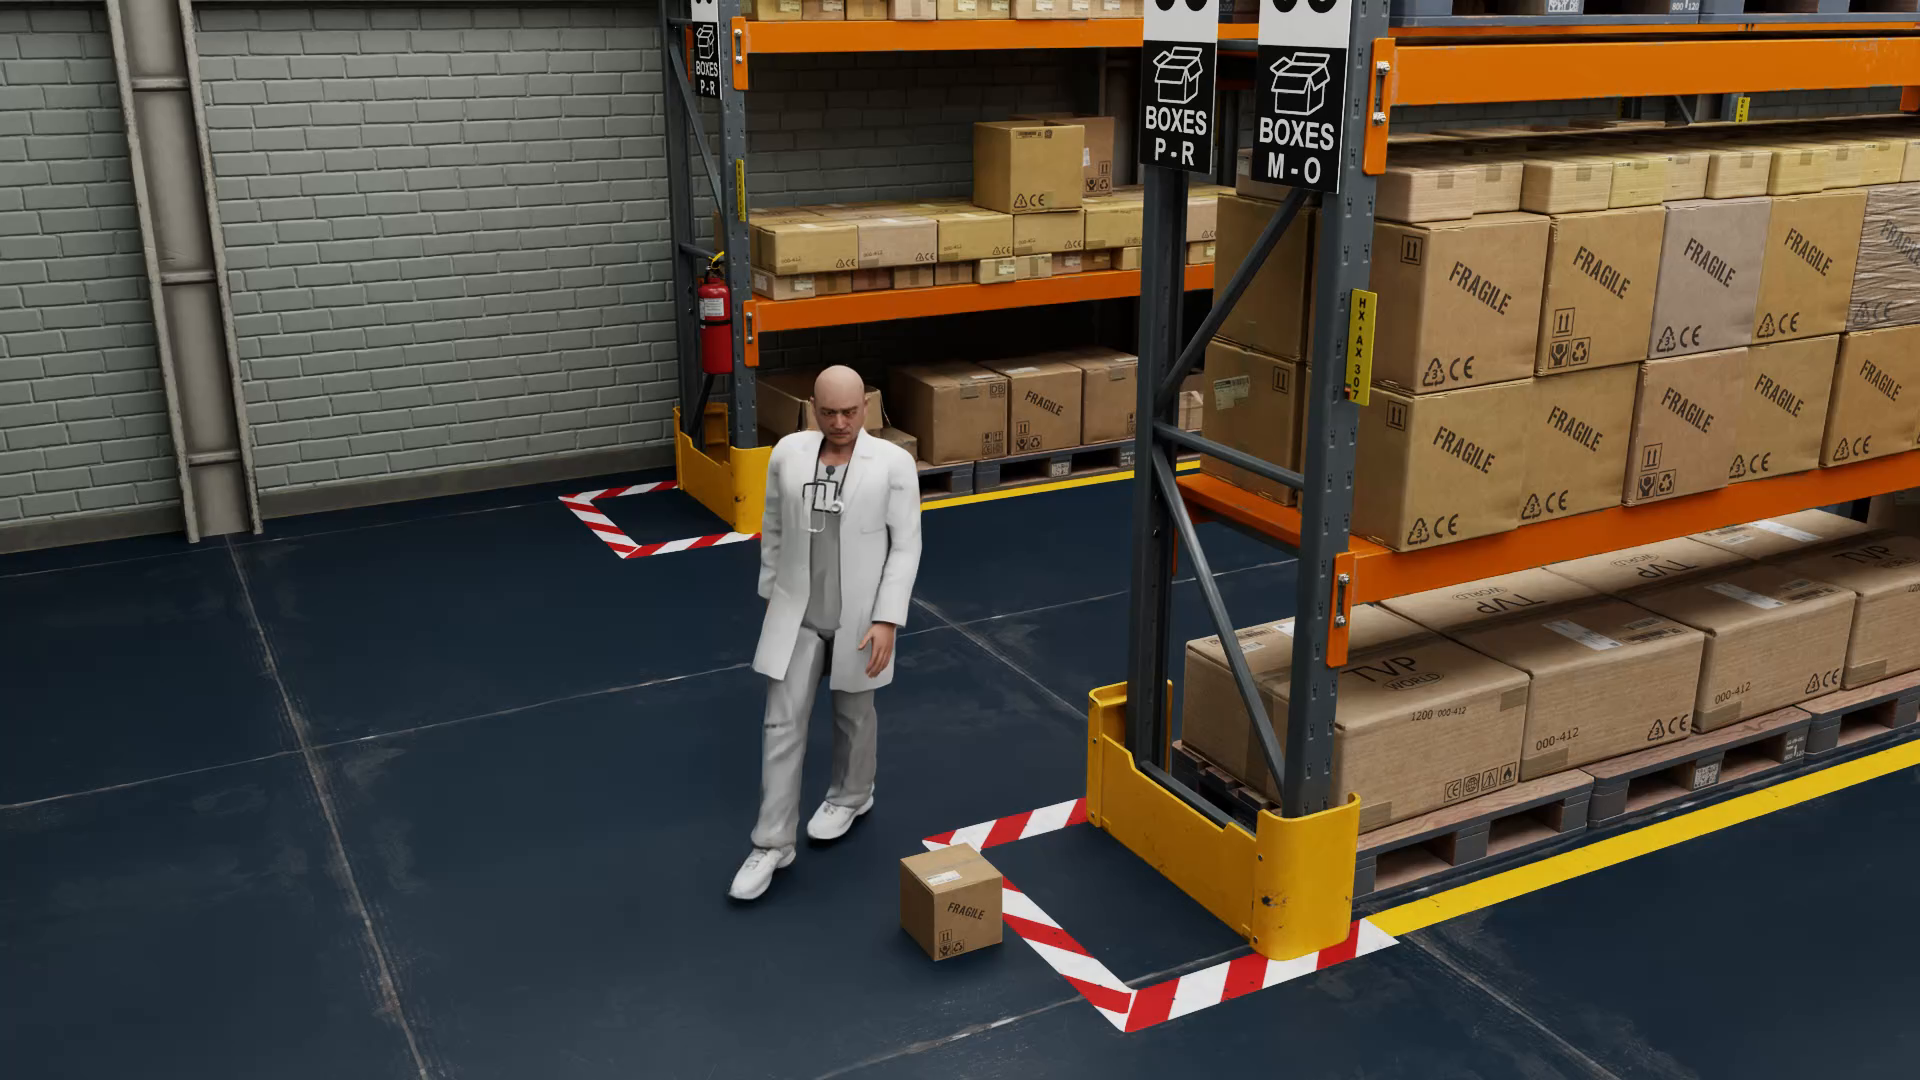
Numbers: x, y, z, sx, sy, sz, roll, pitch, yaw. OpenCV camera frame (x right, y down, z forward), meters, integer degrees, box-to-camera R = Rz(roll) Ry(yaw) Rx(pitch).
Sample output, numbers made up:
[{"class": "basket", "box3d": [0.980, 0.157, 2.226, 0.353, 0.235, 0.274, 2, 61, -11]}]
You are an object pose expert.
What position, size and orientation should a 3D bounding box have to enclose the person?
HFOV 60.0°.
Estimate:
[{"class": "person", "box3d": [-0.444, 0.292, 5.662, 0.612, 1.764, 0.840, 3, 18, 8]}]
